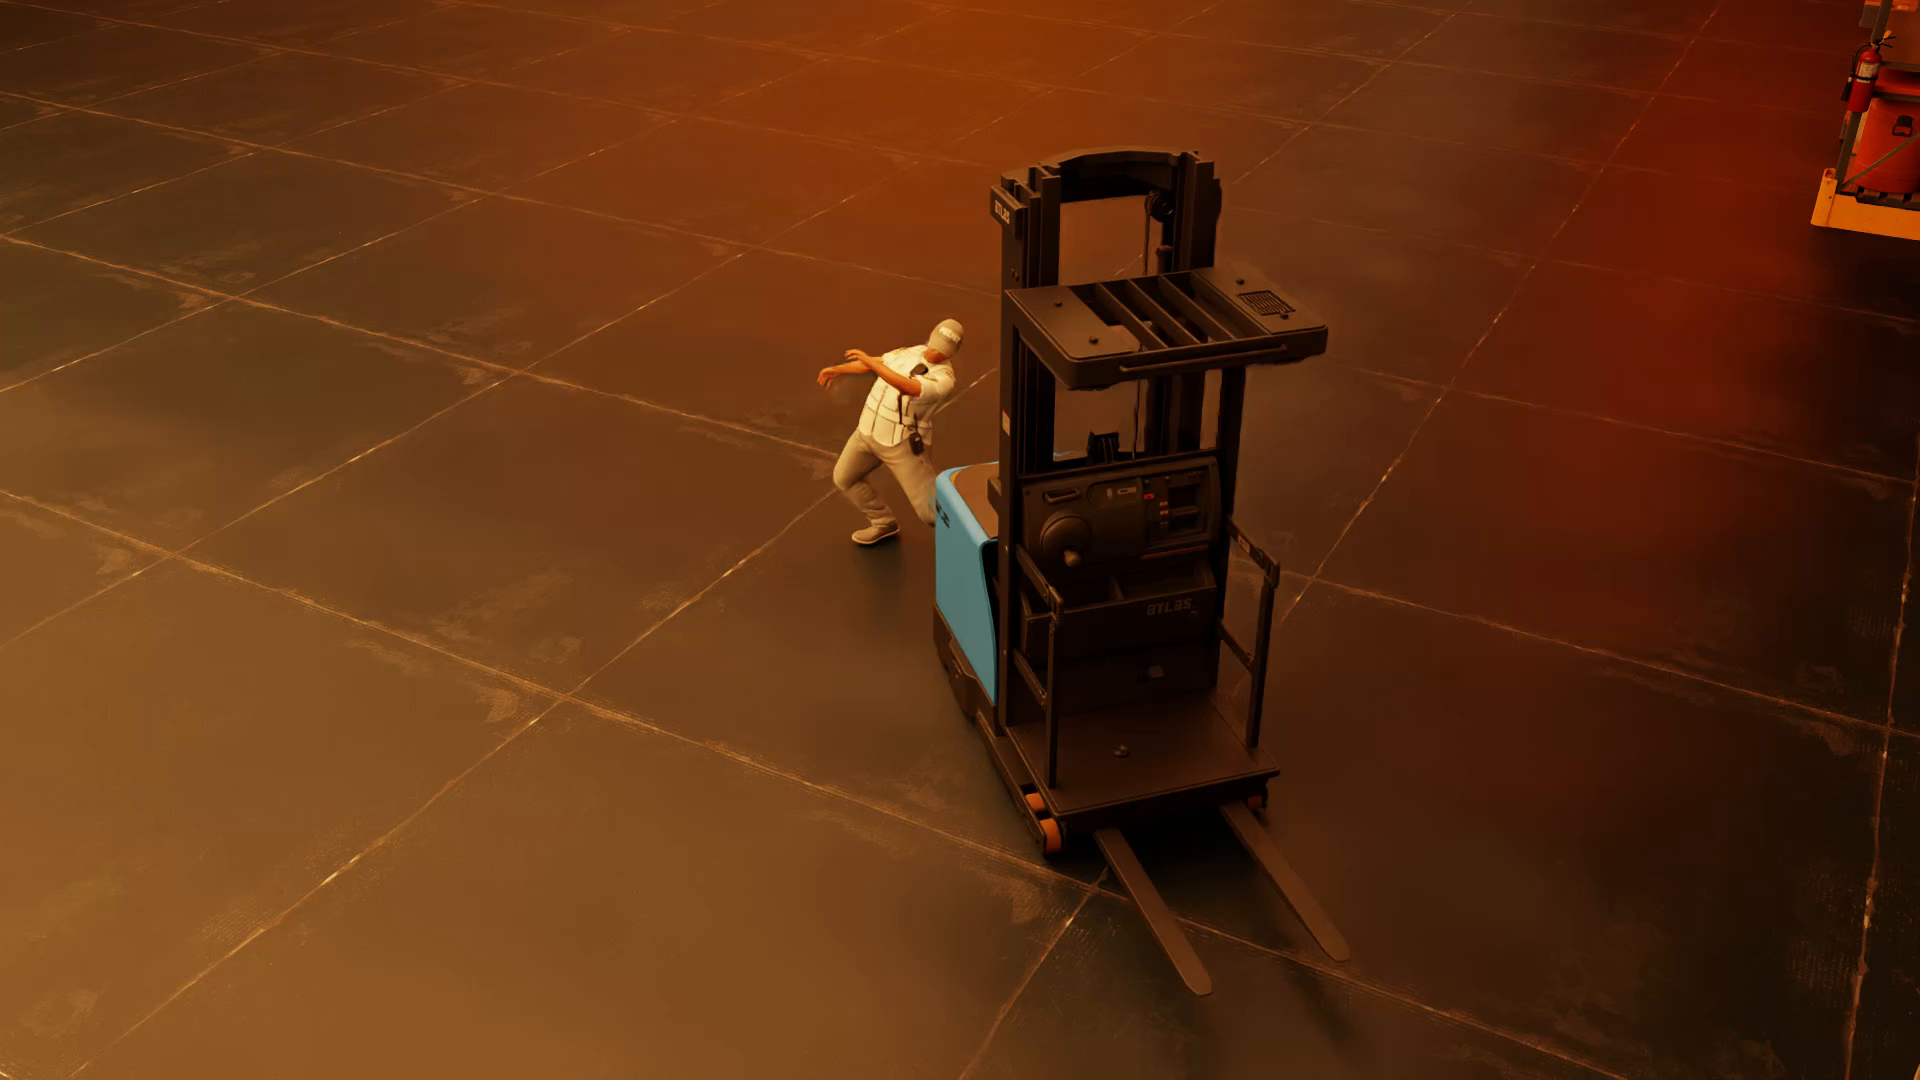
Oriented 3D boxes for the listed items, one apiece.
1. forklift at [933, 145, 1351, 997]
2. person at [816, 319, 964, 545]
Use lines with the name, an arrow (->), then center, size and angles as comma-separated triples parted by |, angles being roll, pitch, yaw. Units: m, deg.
forklift -> 0.789, -0.070, 7.192 | 1.130, 2.935, 3.031 | -9, 31, -15
person -> -0.432, -0.599, 9.577 | 0.975, 1.441, 0.724 | 26, 39, 37
